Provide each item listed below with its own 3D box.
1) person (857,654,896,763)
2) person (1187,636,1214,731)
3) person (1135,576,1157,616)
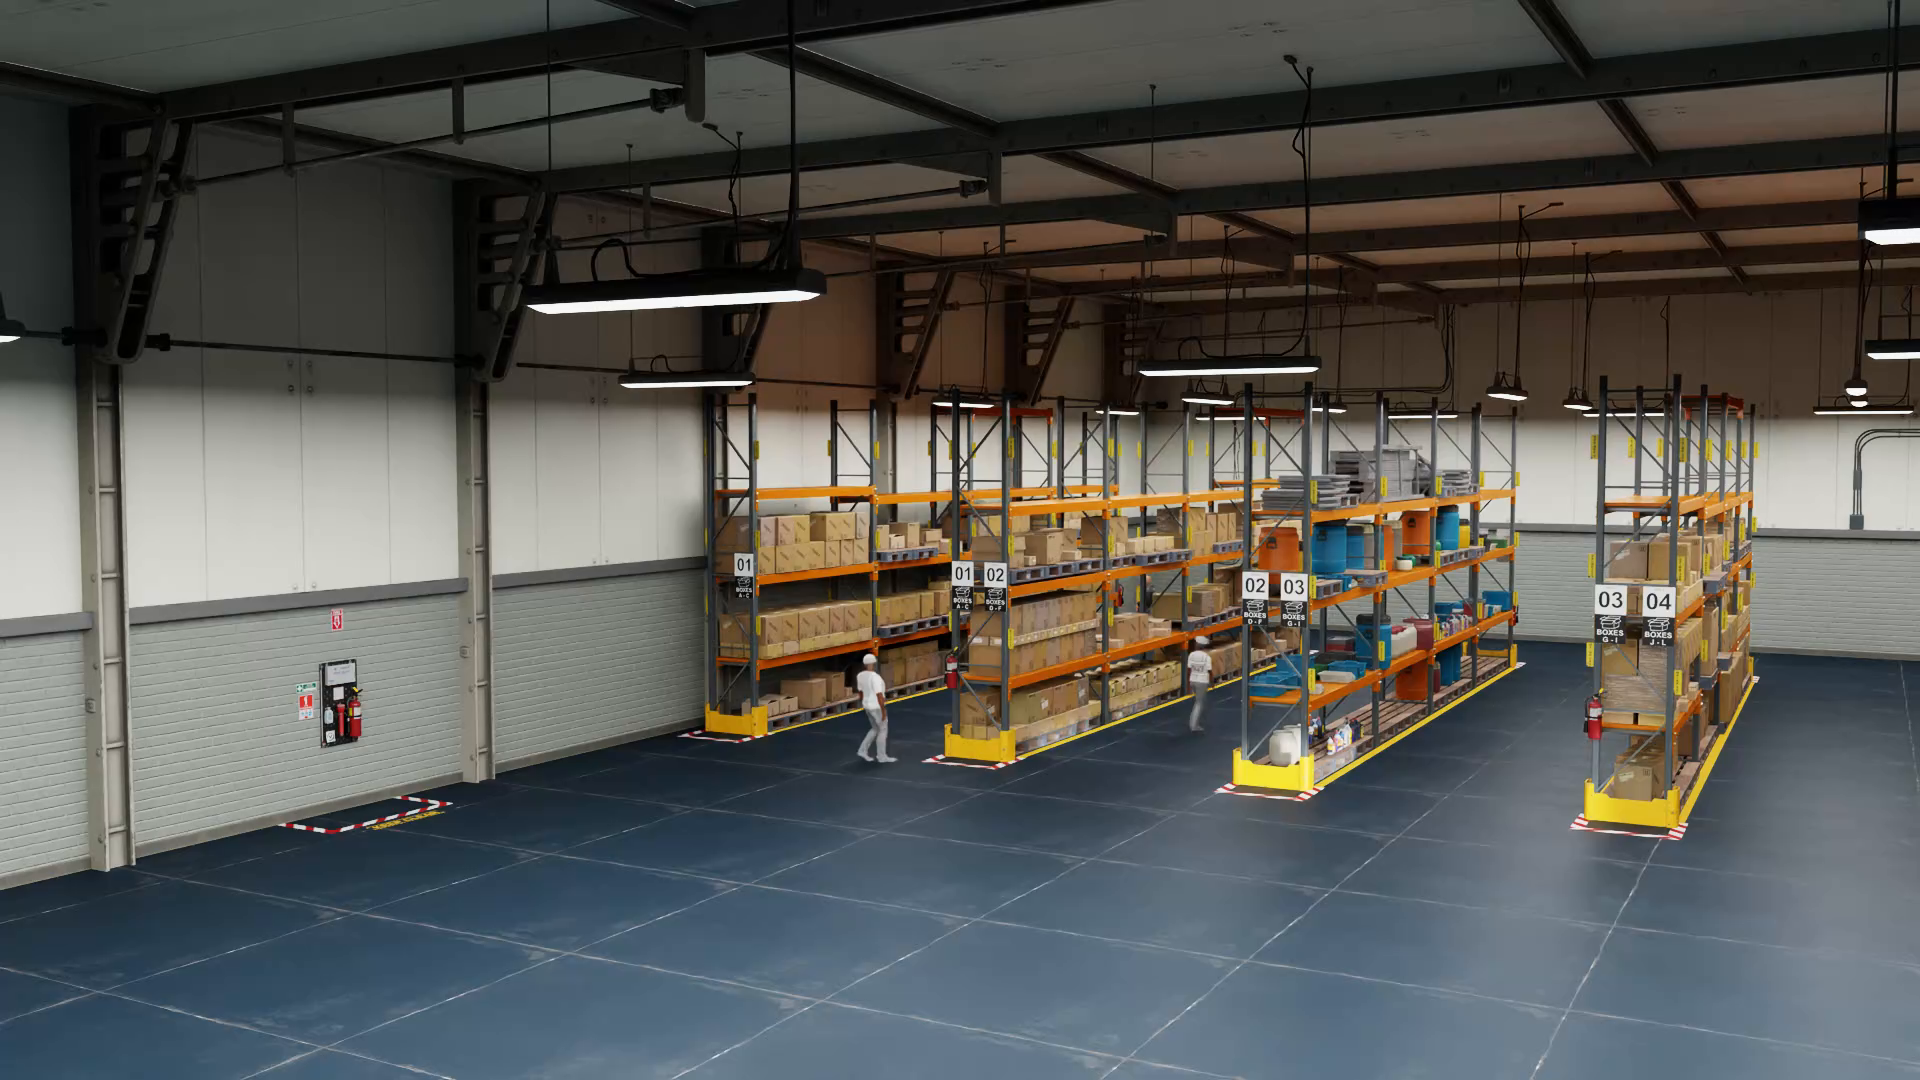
[{"bbox_3d":[-1.340,2.701,26.711,0.567,1.764,0.598,-2,3,-27],"label":"person"},{"bbox_3d":[4.293,2.567,29.509,0.462,1.725,0.438,-1,3,-26],"label":"person"},{"bbox_3d":[4.958,1.788,44.234,0.581,1.661,1.040,0,3,-2],"label":"person"}]
